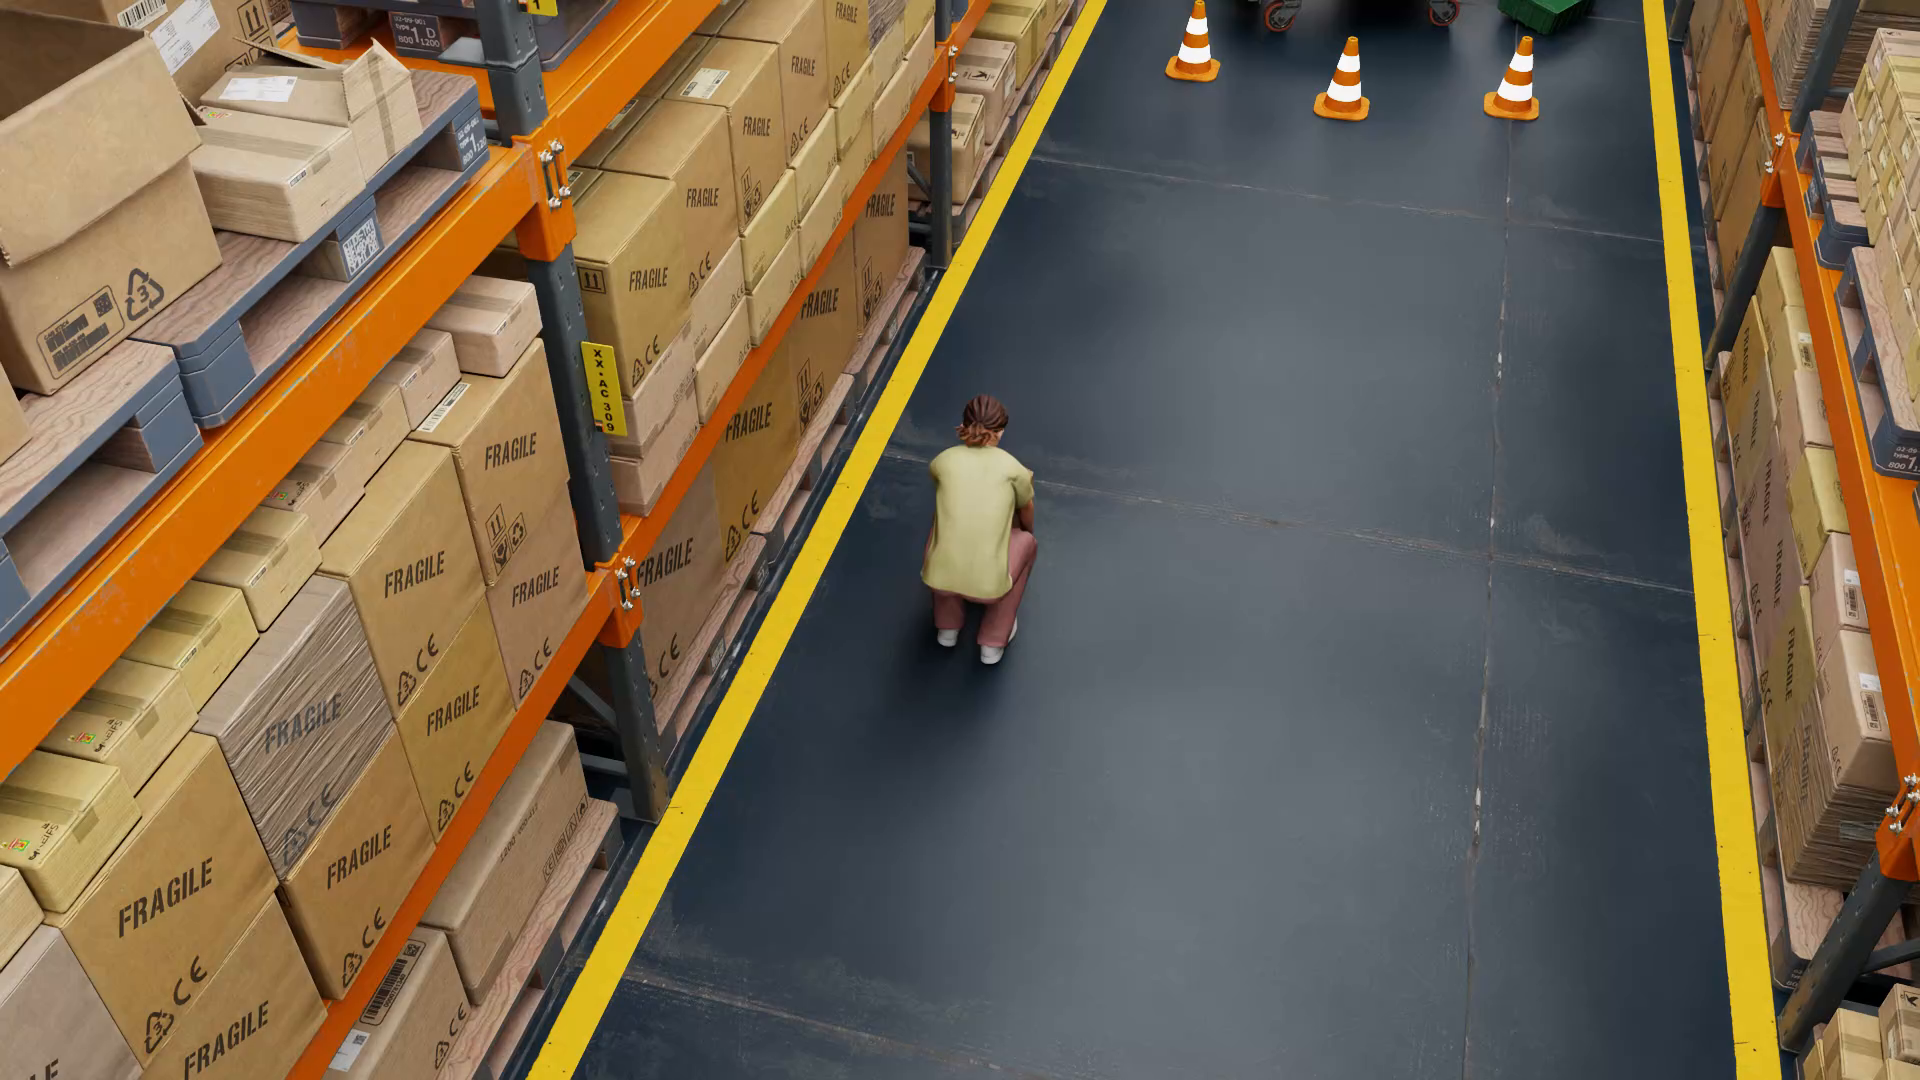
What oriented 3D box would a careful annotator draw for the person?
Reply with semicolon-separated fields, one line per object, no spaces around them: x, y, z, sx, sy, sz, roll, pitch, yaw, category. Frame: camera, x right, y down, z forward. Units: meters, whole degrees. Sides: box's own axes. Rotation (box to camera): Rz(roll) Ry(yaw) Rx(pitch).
0.075;-0.036;6.772;0.459;0.930;0.834;9;42;10;person
